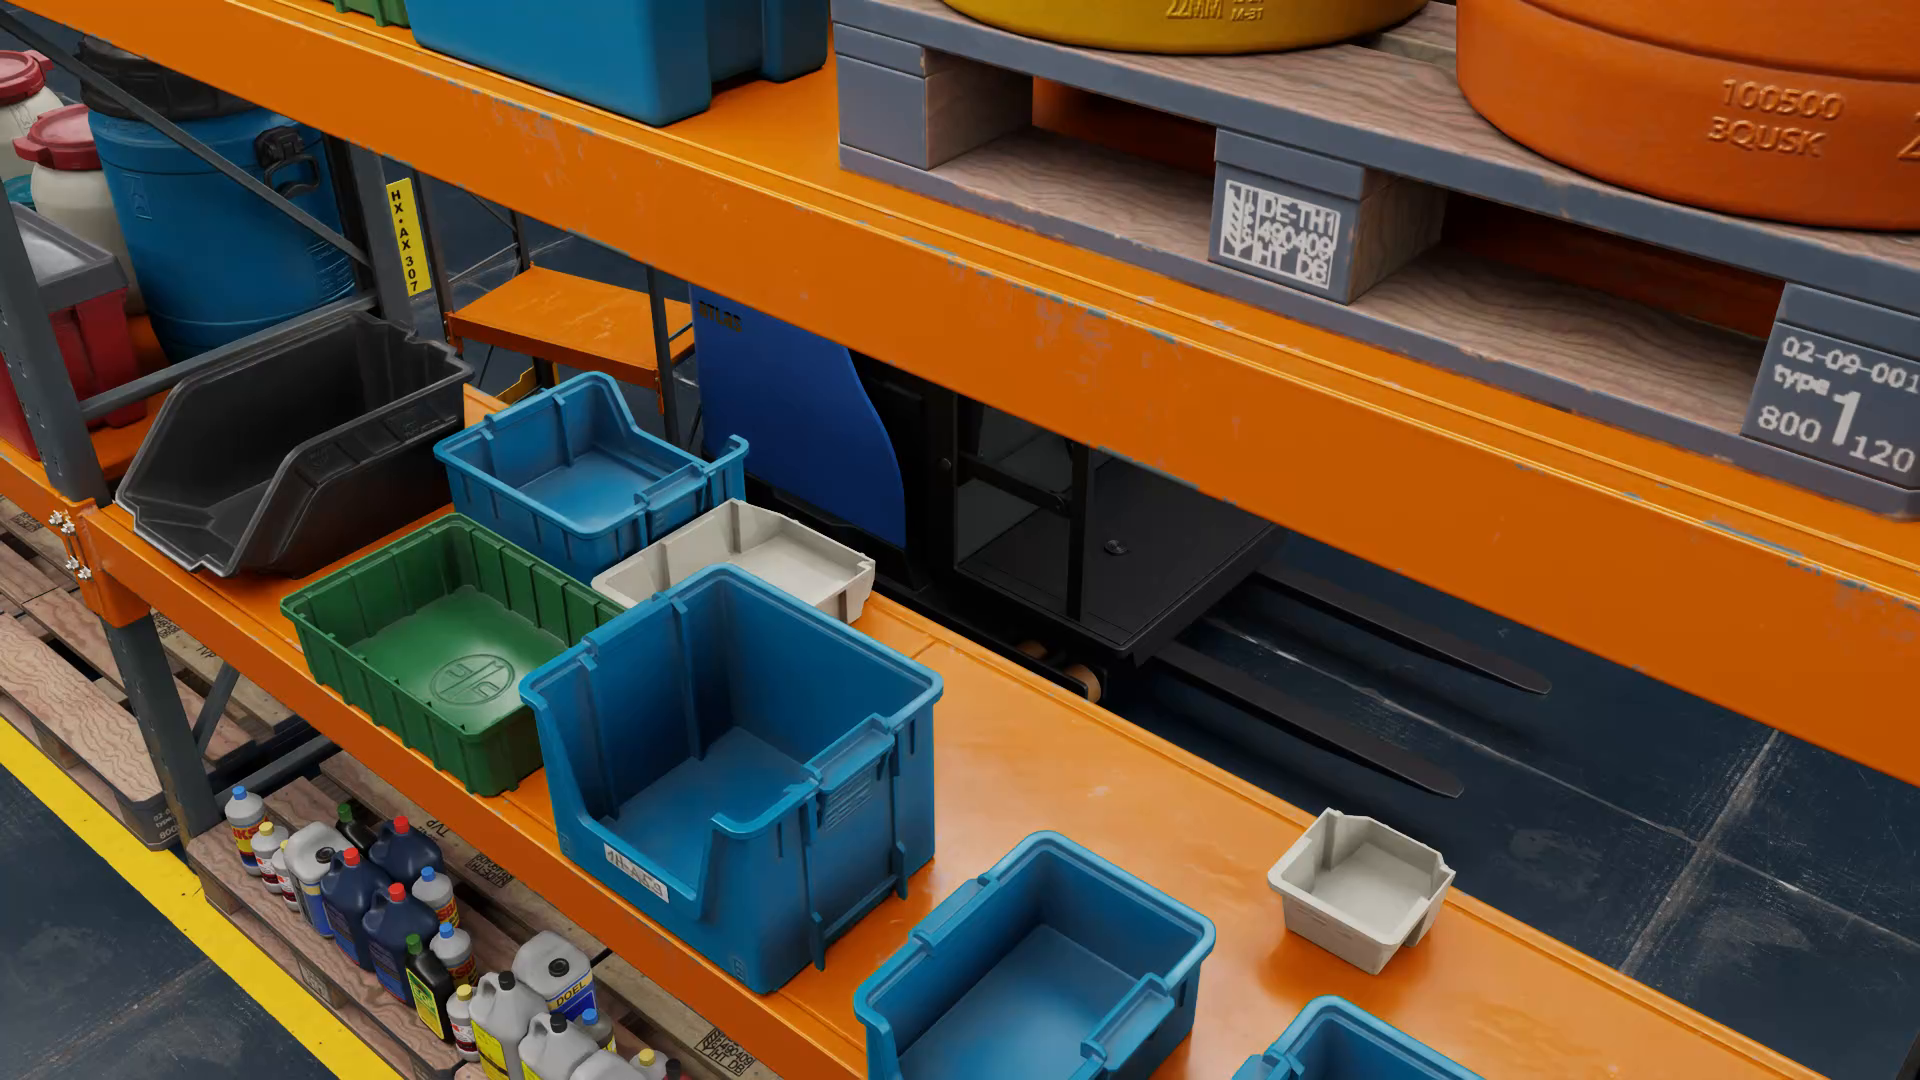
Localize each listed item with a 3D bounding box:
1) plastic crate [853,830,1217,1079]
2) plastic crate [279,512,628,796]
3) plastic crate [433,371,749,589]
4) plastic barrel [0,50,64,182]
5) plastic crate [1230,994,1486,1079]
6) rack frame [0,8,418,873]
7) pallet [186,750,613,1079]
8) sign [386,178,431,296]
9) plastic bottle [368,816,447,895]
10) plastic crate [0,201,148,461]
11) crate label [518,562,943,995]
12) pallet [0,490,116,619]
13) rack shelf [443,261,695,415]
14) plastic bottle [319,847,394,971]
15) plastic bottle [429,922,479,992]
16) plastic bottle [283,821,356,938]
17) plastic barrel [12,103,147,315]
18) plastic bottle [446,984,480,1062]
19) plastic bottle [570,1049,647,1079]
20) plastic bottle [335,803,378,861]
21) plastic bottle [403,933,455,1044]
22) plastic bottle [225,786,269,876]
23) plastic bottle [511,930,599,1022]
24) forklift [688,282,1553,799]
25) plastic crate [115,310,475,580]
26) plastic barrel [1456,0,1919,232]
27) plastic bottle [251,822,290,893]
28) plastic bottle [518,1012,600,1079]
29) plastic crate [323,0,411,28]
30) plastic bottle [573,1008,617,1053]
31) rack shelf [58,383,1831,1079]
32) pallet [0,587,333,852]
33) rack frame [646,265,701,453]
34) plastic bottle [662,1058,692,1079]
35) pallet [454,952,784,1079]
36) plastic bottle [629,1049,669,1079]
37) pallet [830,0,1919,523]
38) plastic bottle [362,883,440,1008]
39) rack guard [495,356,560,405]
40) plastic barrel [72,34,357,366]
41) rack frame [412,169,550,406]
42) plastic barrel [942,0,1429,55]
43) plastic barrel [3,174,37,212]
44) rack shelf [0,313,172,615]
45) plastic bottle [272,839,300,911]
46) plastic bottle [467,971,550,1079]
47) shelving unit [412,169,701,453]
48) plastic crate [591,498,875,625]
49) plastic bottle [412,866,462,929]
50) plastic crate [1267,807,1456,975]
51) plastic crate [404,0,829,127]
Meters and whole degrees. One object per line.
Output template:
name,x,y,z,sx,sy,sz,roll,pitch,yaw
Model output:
plastic crate,0.122,0.747,2.644,0.408,0.251,0.499,25,42,32
plastic crate,-1.018,0.228,3.456,0.662,0.188,0.450,25,42,32
plastic crate,-0.856,-0.130,3.921,0.616,0.251,0.499,25,42,32
plastic barrel,-3.039,-1.238,5.283,0.433,0.535,0.433,0,34,0
plastic crate,0.617,0.985,2.298,0.616,0.251,0.499,25,42,32
rack frame,-1.881,-0.474,4.291,0.127,3.000,1.000,25,42,32
pallet,-1.391,0.937,4.700,1.213,0.211,1.003,25,42,32
sign,-1.520,-0.824,4.555,0.005,0.325,0.100,25,42,32
plastic bottle,-1.433,0.847,4.319,0.185,0.351,0.144,25,42,32
plastic crate,-2.448,-0.543,4.334,0.583,0.464,0.402,25,42,32
crate label,-0.394,0.411,2.971,0.616,0.435,0.502,25,42,32
pallet,-3.451,-0.034,6.113,1.213,0.211,1.003,25,42,32
rack shelf,-1.410,-0.792,6.397,1.000,0.185,0.538,16,38,22
plastic bottle,-1.526,0.909,4.228,0.185,0.351,0.144,26,42,33
plastic bottle,-1.244,1.047,4.097,0.097,0.271,0.097,0,34,0
plastic bottle,-1.650,0.878,4.338,0.135,0.276,0.152,27,43,33
plastic barrel,-2.475,-0.972,4.896,0.433,0.535,0.433,0,34,0
plastic bottle,-1.178,1.152,4.006,0.097,0.201,0.097,0,34,0
plastic bottle,-0.781,1.288,3.742,0.135,0.276,0.152,24,41,31
plastic bottle,-1.582,0.829,4.404,0.133,0.283,0.061,25,42,32
plastic bottle,-1.280,1.083,4.034,0.133,0.283,0.061,27,43,34
plastic bottle,-1.916,0.775,4.493,0.097,0.271,0.097,0,34,0
plastic bottle,-0.978,1.089,4.032,0.135,0.276,0.152,25,42,32
forklift,0.482,-0.979,5.086,3.031,2.935,1.130,25,42,32
plastic crate,-1.560,-0.204,3.952,0.504,0.338,0.767,25,42,32
plastic barrel,0.739,-0.733,1.267,0.708,0.830,0.600,25,42,32
plastic bottle,-1.838,0.841,4.459,0.097,0.201,0.097,0,34,0
plastic bottle,-0.911,1.199,3.806,0.185,0.351,0.144,27,43,34
plastic crate,-0.842,-0.933,2.497,0.450,0.188,0.336,25,42,32
plastic bottle,-0.867,1.192,3.948,0.097,0.201,0.097,0,34,0
rack shelf,-0.343,0.547,3.440,4.000,0.370,1.077,25,42,32
pallet,-2.509,0.408,5.470,1.213,0.211,1.003,25,42,32
rack frame,-0.958,-0.809,6.103,0.032,1.500,0.500,16,38,22
plastic bottle,-0.607,1.289,3.735,0.133,0.283,0.061,25,42,32
pallet,-0.449,1.378,4.056,1.213,0.211,1.003,25,42,32
plastic bottle,-0.716,1.258,3.852,0.097,0.201,0.097,0,34,0
pallet,0.620,-0.526,1.884,1.213,0.211,1.003,25,42,32
plastic bottle,-1.381,0.978,4.128,0.185,0.351,0.144,23,41,30
rack guard,-1.861,-0.557,6.840,0.087,0.250,0.587,16,38,22
plastic barrel,-1.984,-0.953,4.545,0.708,0.901,0.600,25,42,32
rack frame,-1.862,-1.072,6.487,0.032,1.500,0.500,16,38,22
plastic barrel,0.236,-0.870,1.681,0.600,0.588,0.600,0,34,0
plastic barrel,-2.800,-0.963,5.125,0.301,0.262,0.301,0,34,0
rack shelf,-3.418,-0.902,5.549,4.000,0.370,1.077,25,42,32
plastic bottle,-1.760,0.878,4.406,0.097,0.201,0.097,0,34,0
plastic bottle,-1.054,1.132,3.904,0.185,0.351,0.144,25,42,31
shelving unit,-1.419,-0.943,6.298,1.083,1.500,0.587,16,38,22
plastic crate,-0.471,0.112,3.670,0.437,0.136,0.530,25,42,32
plastic bottle,-1.337,0.942,4.250,0.097,0.271,0.097,0,34,0
plastic crate,0.712,0.619,2.932,0.250,0.136,0.298,25,42,32
plastic crate,-0.465,-0.815,2.152,0.575,0.384,0.392,25,42,32
